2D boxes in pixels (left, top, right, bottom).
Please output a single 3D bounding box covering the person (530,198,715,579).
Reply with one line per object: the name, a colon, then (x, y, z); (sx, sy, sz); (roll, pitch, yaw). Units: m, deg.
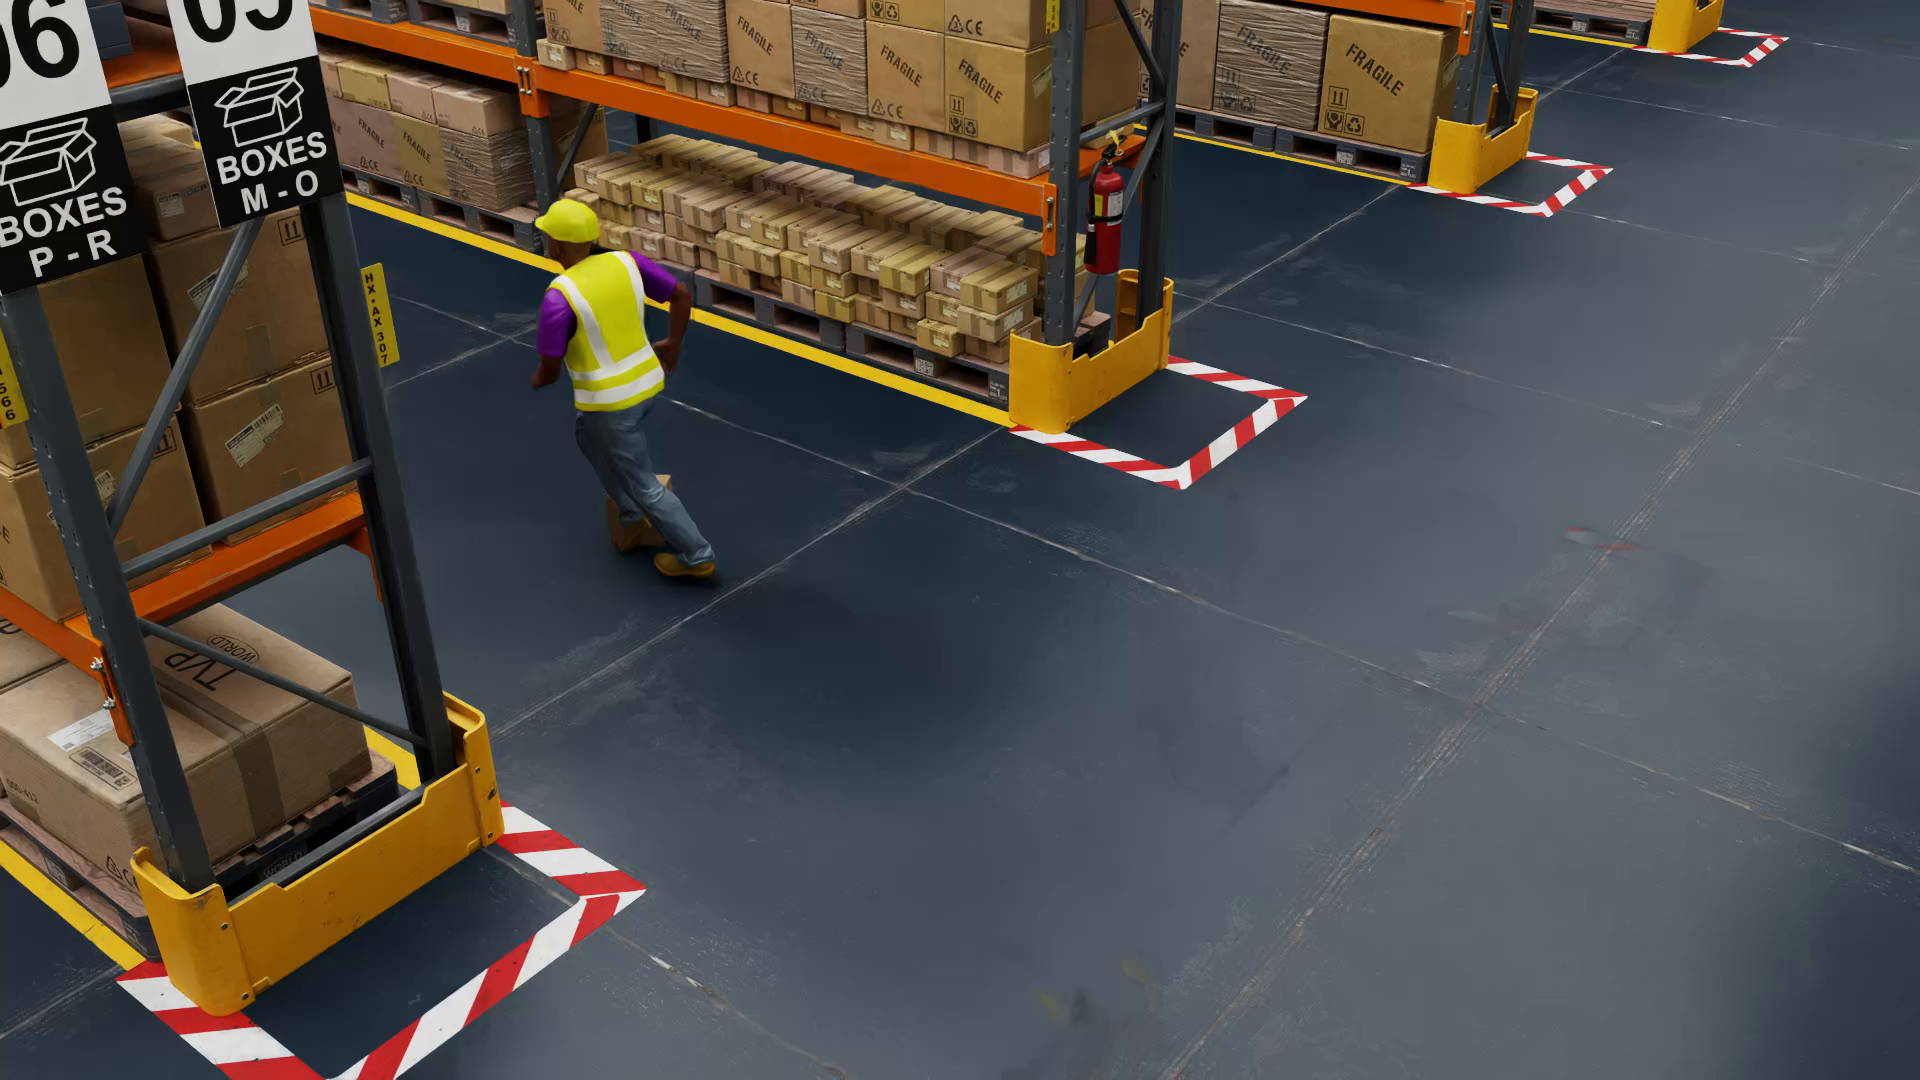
person: (-1.461, -0.631, 7.243); (0.829, 1.717, 0.708); (14, 33, 22)
